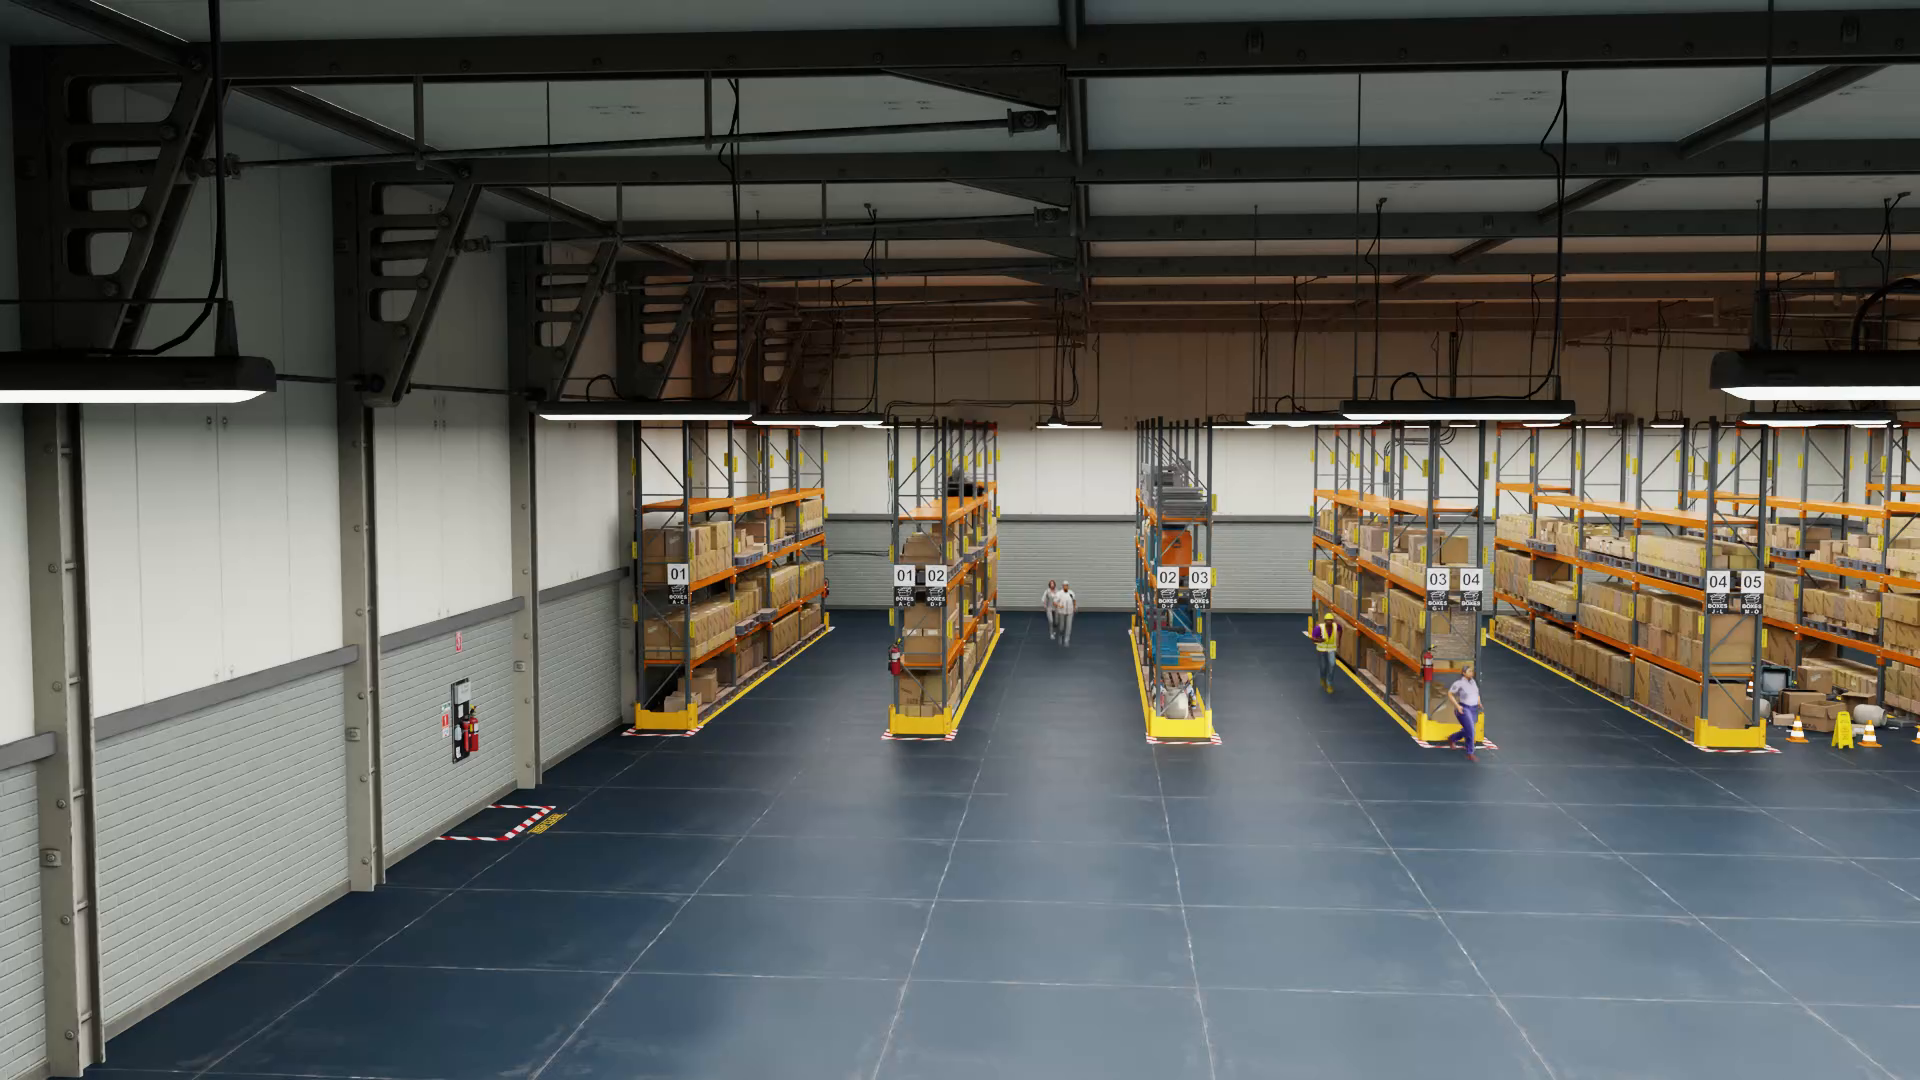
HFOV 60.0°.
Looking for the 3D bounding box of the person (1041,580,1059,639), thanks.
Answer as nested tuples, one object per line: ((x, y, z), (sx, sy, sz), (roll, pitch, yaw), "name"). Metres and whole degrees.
((2.408, 1.818, 43.642), (0.537, 1.531, 0.532), (0, 4, -4), "person")

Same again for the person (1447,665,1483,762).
((8.836, 3.017, 29.172), (0.627, 1.653, 0.804), (-3, 5, -34), "person")

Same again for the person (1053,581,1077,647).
((2.678, 1.872, 42.196), (0.616, 1.642, 0.622), (0, 4, -7), "person")

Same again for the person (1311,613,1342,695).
((8.074, 2.471, 36.659), (0.694, 1.774, 1.006), (0, 4, 8), "person")
